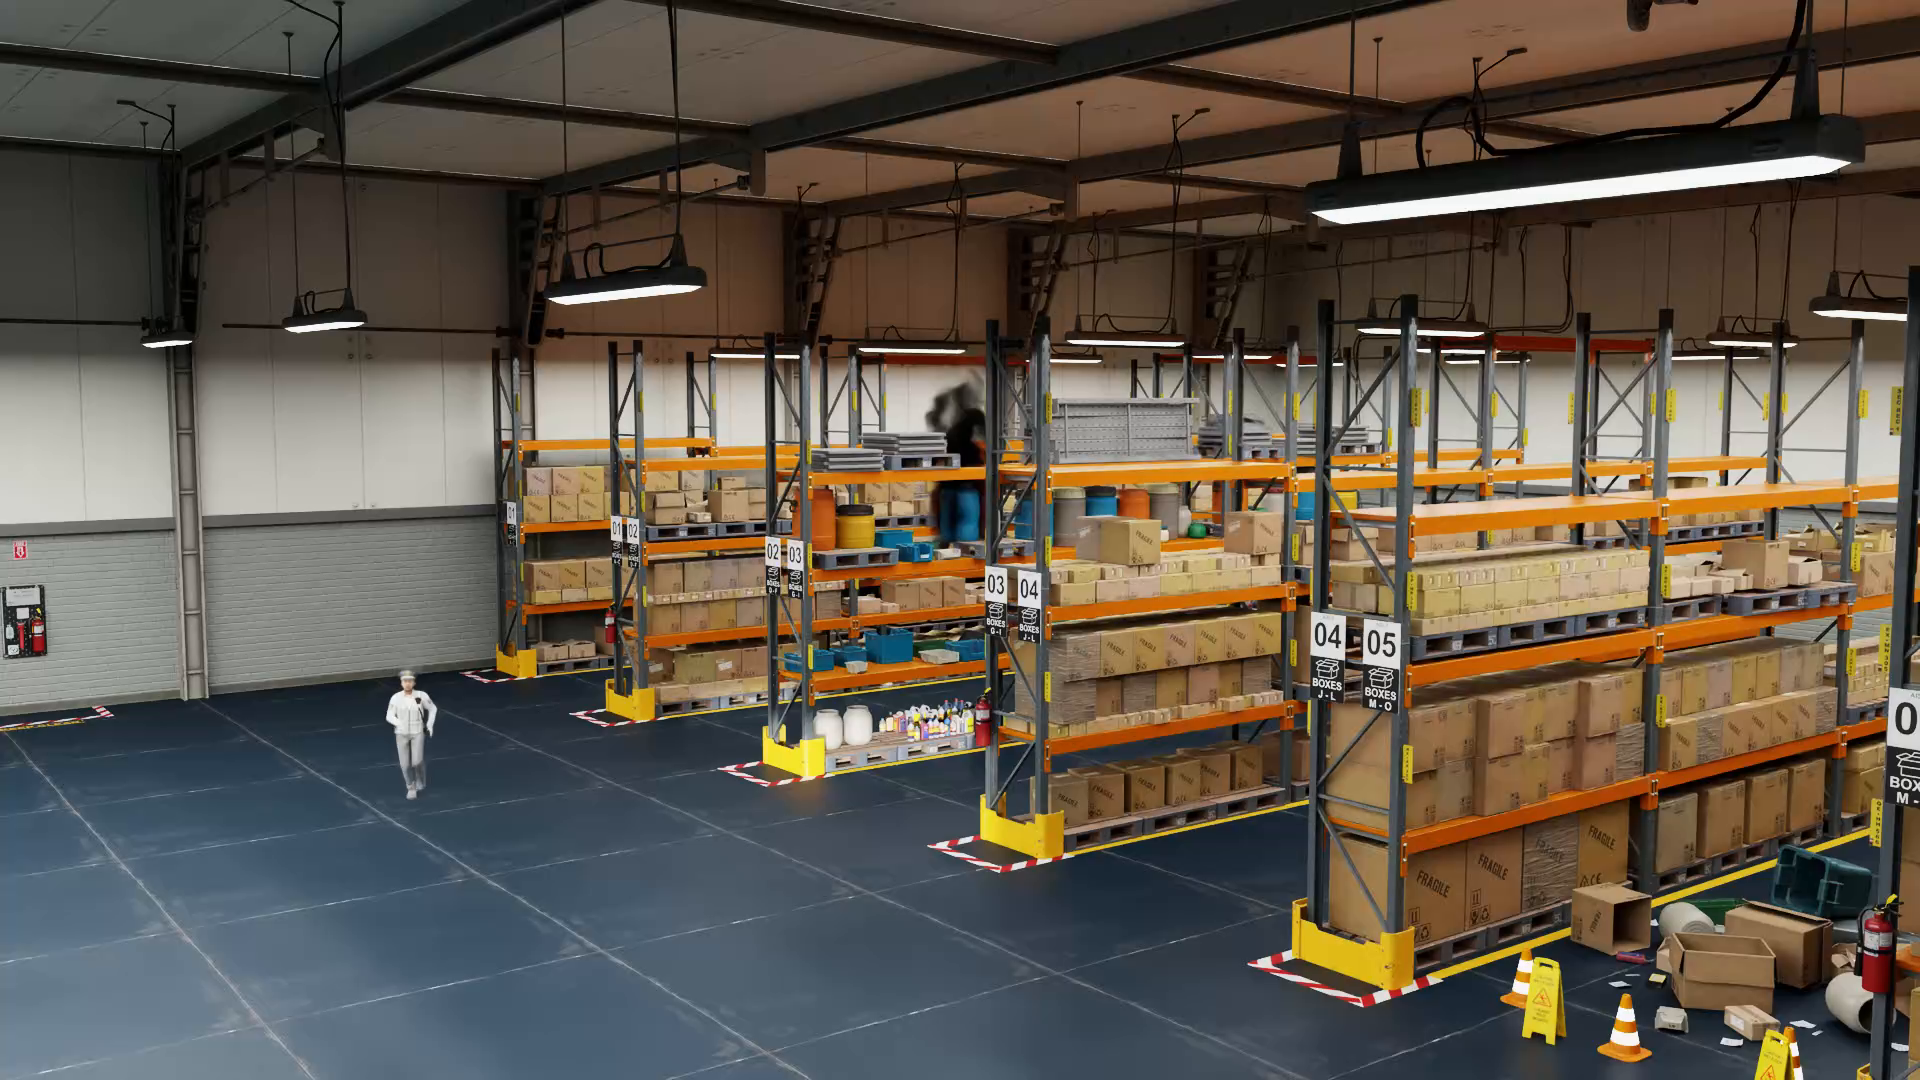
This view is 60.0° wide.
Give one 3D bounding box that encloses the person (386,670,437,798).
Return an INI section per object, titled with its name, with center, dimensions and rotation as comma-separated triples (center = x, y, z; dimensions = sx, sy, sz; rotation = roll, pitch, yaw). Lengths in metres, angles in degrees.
[person]
center = -6.985, 2.478, 21.161
dimensions = 0.599, 1.659, 0.558
rotation = -1, 5, -12
